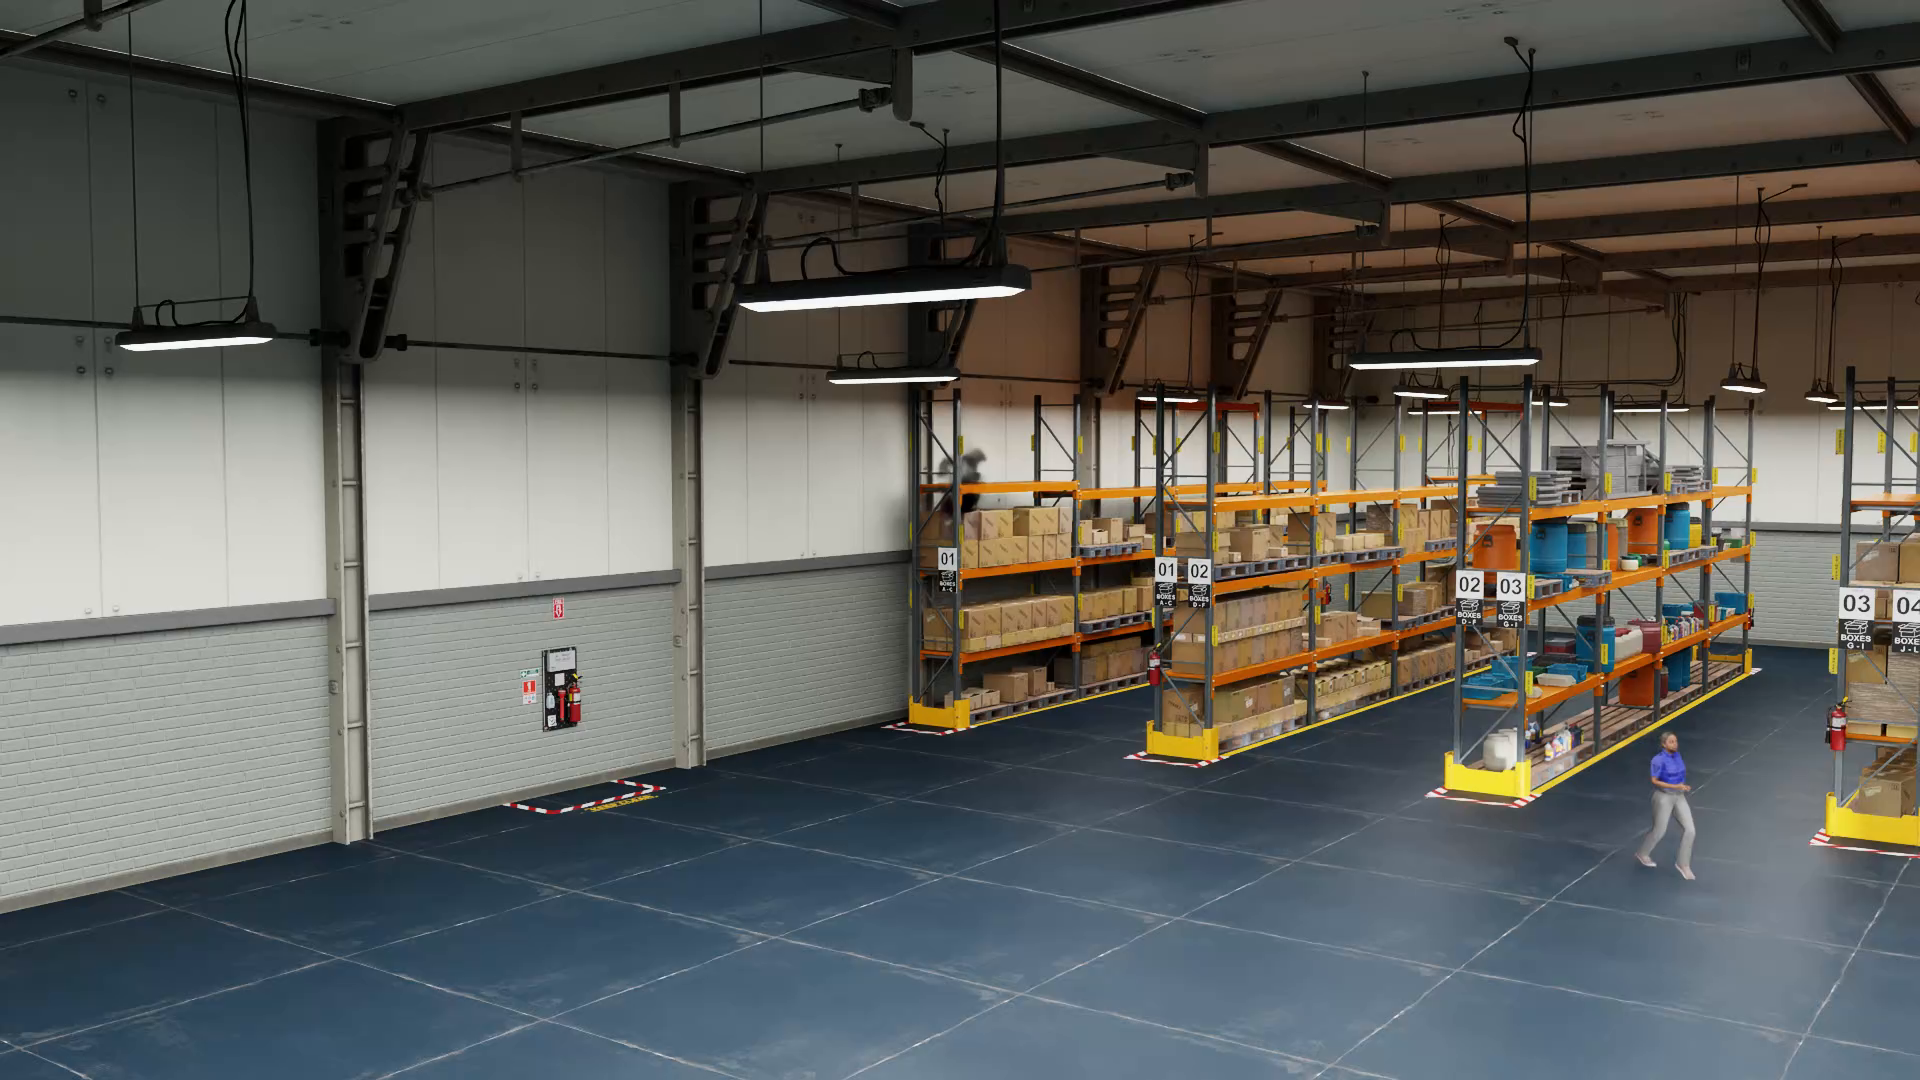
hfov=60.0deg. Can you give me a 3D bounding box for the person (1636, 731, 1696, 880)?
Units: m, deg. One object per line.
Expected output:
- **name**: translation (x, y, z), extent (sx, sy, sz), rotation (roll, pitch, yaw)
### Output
- **person**: translation (8.260, 3.083, 19.407), extent (0.581, 1.709, 0.732), rotation (-1, 3, -21)
